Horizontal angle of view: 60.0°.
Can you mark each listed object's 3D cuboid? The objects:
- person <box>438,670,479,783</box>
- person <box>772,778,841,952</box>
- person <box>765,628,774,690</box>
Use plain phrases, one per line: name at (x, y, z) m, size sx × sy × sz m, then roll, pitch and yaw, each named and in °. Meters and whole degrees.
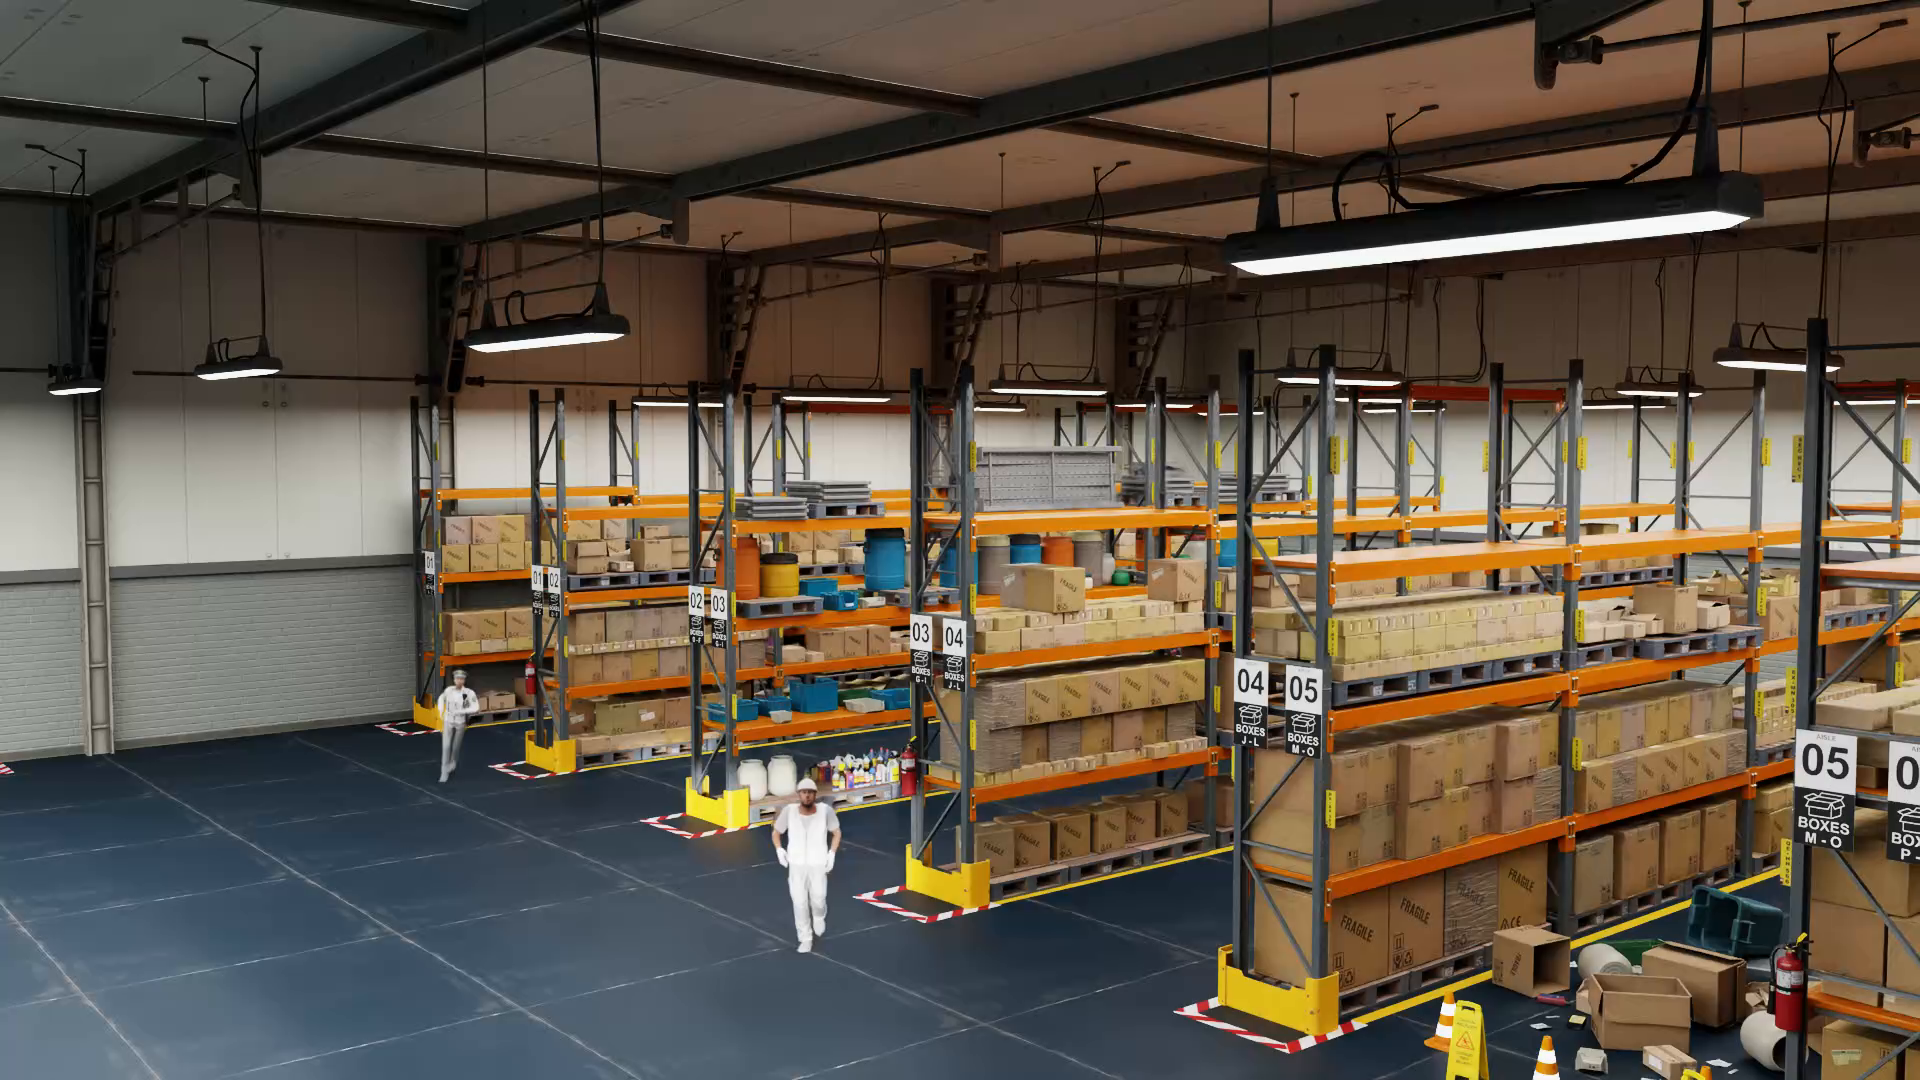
person at (-7.732, 2.809, 25.645) m, size 0.639 × 1.663 × 0.763 m, roll -1°, pitch 3°, yaw -9°
person at (-1.571, 3.290, 16.995) m, size 0.705 × 1.745 × 0.594 m, roll 0°, pitch 3°, yaw -2°
person at (-3.756, 2.220, 32.096) m, size 0.554 × 1.547 × 0.560 m, roll -3°, pitch 4°, yaw -41°
